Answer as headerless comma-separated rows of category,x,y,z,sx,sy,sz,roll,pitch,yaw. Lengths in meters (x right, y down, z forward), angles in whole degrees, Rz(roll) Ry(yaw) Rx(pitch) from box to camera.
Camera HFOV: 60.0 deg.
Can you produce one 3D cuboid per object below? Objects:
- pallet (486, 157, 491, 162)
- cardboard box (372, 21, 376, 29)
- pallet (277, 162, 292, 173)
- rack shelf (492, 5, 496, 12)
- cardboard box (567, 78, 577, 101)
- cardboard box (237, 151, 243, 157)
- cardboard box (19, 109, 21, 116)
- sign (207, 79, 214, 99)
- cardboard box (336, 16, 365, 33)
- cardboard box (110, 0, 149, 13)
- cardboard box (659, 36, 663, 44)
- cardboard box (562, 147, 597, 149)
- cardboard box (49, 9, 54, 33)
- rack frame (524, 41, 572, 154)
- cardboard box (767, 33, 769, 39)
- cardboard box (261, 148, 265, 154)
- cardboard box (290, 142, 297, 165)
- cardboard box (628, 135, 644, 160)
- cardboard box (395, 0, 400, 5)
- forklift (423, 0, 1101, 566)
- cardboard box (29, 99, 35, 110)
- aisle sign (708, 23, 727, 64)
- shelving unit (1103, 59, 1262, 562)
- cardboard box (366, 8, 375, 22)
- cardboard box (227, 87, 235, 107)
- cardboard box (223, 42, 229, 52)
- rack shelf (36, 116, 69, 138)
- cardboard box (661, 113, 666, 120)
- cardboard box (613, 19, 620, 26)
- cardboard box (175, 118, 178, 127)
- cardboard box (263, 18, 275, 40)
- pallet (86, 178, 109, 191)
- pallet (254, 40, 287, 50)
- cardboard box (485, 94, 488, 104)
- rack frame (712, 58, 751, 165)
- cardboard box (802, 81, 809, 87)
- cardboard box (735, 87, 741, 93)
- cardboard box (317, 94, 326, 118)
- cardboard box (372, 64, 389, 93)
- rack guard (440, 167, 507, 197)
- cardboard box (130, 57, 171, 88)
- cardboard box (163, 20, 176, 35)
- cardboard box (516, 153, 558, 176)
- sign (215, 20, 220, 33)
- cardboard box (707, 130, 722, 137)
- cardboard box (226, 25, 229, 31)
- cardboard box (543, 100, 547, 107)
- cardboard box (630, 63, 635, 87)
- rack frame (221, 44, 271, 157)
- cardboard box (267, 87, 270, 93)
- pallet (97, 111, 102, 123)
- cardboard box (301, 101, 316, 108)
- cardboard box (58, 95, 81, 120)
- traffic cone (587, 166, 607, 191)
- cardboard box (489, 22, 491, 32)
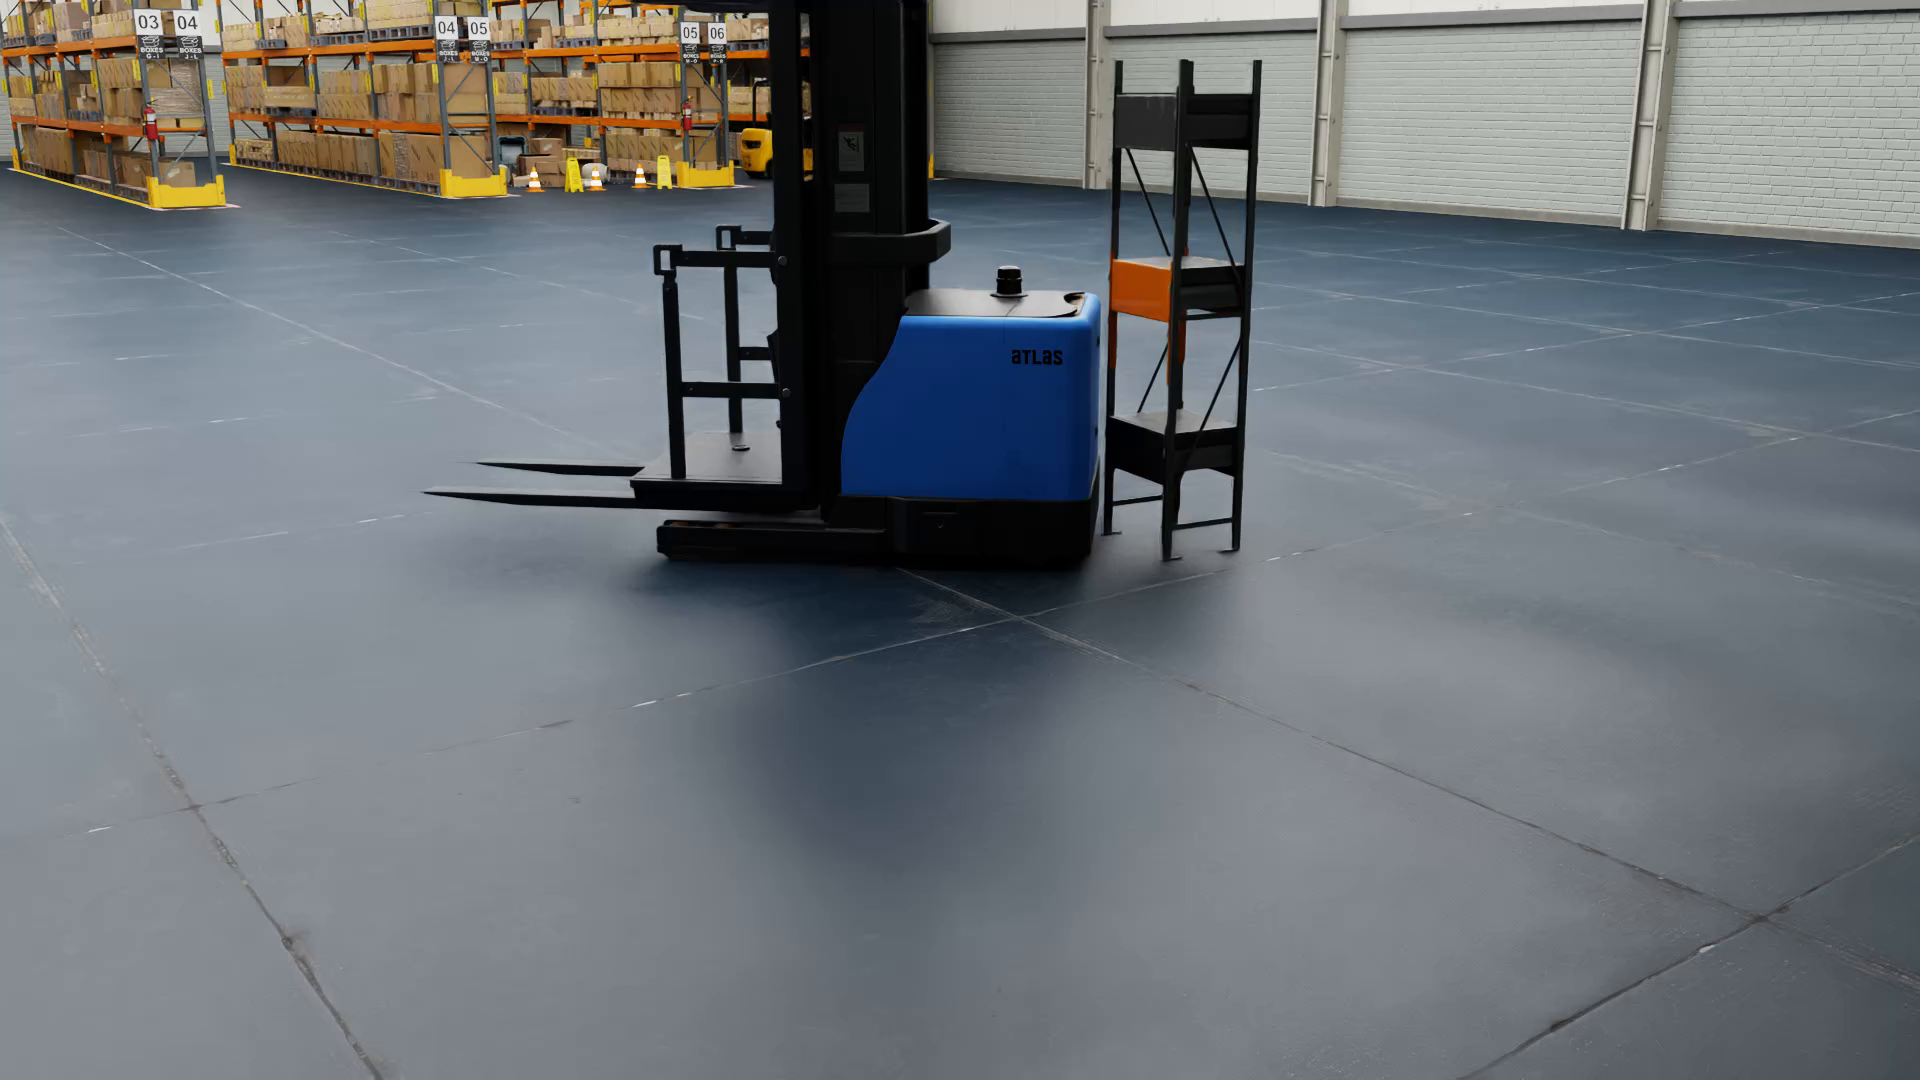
pallet,-11.704,-9.758,42.830,1.003,0.211,1.213,-11,19,-35
cardboard box,-11.367,-10.149,32.784,0.380,0.149,0.250,-11,19,-34
pallet,-15.705,-8.955,39.897,1.003,0.211,1.213,-11,19,-35
rack shelf,-13.395,-14.037,43.937,1.077,0.370,4.000,-11,19,-35
cardboard box,-8.564,-10.222,37.694,0.500,0.500,0.500,-10,18,-33
cardboard box,-18.466,-9.987,42.986,0.380,0.149,0.250,-10,18,-33
cardboard box,-21.887,-10.050,39.089,0.380,0.149,0.250,-11,19,-35
sign,-12.741,-7.658,28.232,0.100,0.325,0.005,-11,19,-35
cardboard box,-12.668,-10.753,34.683,0.500,0.311,0.500,-12,19,-37
cardboard box,-14.295,-9.327,28.590,0.500,0.500,0.500,-11,19,-35
cardboard box,-5.901,-10.162,33.818,0.380,0.149,0.250,-10,18,-33
cardboard box,-9.103,-9.059,39.174,0.950,0.372,0.625,-11,19,-36
cardboard box,-18.300,-10.682,34.250,0.797,0.503,0.637,-10,18,-31
rack frame,-9.867,-10.402,39.900,1.000,3.000,0.127,-11,19,-35
cardboard box,-4.395,-12.083,39.852,0.380,0.149,0.250,-11,19,-35
cardboard box,-16.947,-9.566,40.885,0.380,0.149,0.250,-12,19,-36
cardboard box,-15.312,-9.042,38.870,0.500,0.500,0.500,-10,18,-34
cardboard box,-6.759,-8.395,35.558,0.500,0.500,0.500,-10,18,-32
cardboard box,-10.477,-10.210,31.496,0.380,0.149,0.250,-11,19,-34
forklift,-0.893,-1.455,7.340,3.031,2.935,1.130,2,15,7
cardboard box,-20.707,-9.843,37.577,0.500,0.250,0.500,-11,19,-36
aisle sign,-4.876,-9.983,33.443,0.394,0.787,0.004,-11,19,-35
shelving unit,0.952,-1.000,7.251,0.431,2.100,0.503,-8,17,-26
cardboard box,-11.399,-10.379,32.869,0.500,0.250,0.500,-11,19,-34
cardboard box,-18.475,-11.374,42.696,0.500,0.500,0.500,-10,18,-32
cardboard box,-18.458,-12.560,42.384,0.500,0.250,0.500,-10,18,-33
rack shelf,-19.059,-8.944,35.936,1.077,0.370,4.000,-11,19,-35
cardboard box,-5.928,-8.714,34.209,0.380,0.149,0.250,-11,19,-35
cardboard box,-7.137,-10.971,35.263,0.380,0.149,0.250,-11,19,-35
cardboard box,-13.286,-7.189,28.635,0.380,0.149,0.250,-11,19,-35
cardboard box,-16.030,-12.066,39.312,0.700,0.500,0.500,-11,19,-34
pallet,-16.712,-7.092,33.087,1.003,0.211,1.213,-11,19,-35
pallet,-15.887,-11.674,39.222,1.213,0.211,1.003,-11,19,-35
cardboard box,-11.584,-11.069,41.672,0.500,0.250,0.500,-11,19,-34
rack frame,-5.854,-11.173,42.718,1.000,3.000,0.127,-11,19,-35
cardboard box,-3.555,-10.710,39.042,0.380,0.149,0.250,-10,18,-33
cardboard box,-5.411,-11.259,41.613,0.380,0.149,0.250,-11,19,-34
cardboard box,-13.766,-9.523,36.498,0.500,0.500,0.500,-11,19,-34
cardboard box,-11.271,-9.267,33.424,0.875,0.550,0.550,-11,19,-35
rack guard,-9.094,-6.693,31.084,1.175,0.500,0.348,-11,19,-35
cardboard box,-13.703,-7.909,28.143,0.500,0.500,0.500,-11,19,-35
cardboard box,-13.254,-8.673,28.185,0.500,0.250,0.500,-10,18,-33
cardboard box,-8.801,-7.736,34.630,0.797,0.637,0.503,-11,19,-35
sign,-18.954,-13.105,42.437,0.100,0.325,0.005,-11,19,-35
cardboard box,-6.350,-10.549,43.149,0.380,0.149,0.250,-12,19,-37
cardboard box,-18.273,-12.897,41.917,0.380,0.149,0.250,-11,19,-35
cardboard box,-9.564,-10.254,39.040,0.380,0.149,0.250,-12,20,-38
cardboard box,-6.496,-9.773,34.956,0.700,0.500,0.500,-11,19,-35
rack frame,-18.515,-11.321,43.256,1.000,3.000,0.127,-11,19,-35
cardboard box,-16.135,-10.621,39.252,0.380,0.149,0.250,-10,18,-33
pallet,-15.863,-8.103,31.864,1.003,0.211,1.213,-11,19,-35
cardboard box,-14.474,-9.728,37.116,0.380,0.149,0.250,-10,18,-34
cardboard box,-18.374,-8.979,34.512,0.500,0.500,0.500,-10,18,-33
traffic cone,-7.158,-7.117,32.703,0.336,0.463,0.334,-11,19,-35
cardboard box,-11.935,-12.721,41.704,0.500,0.500,0.500,-11,19,-36
